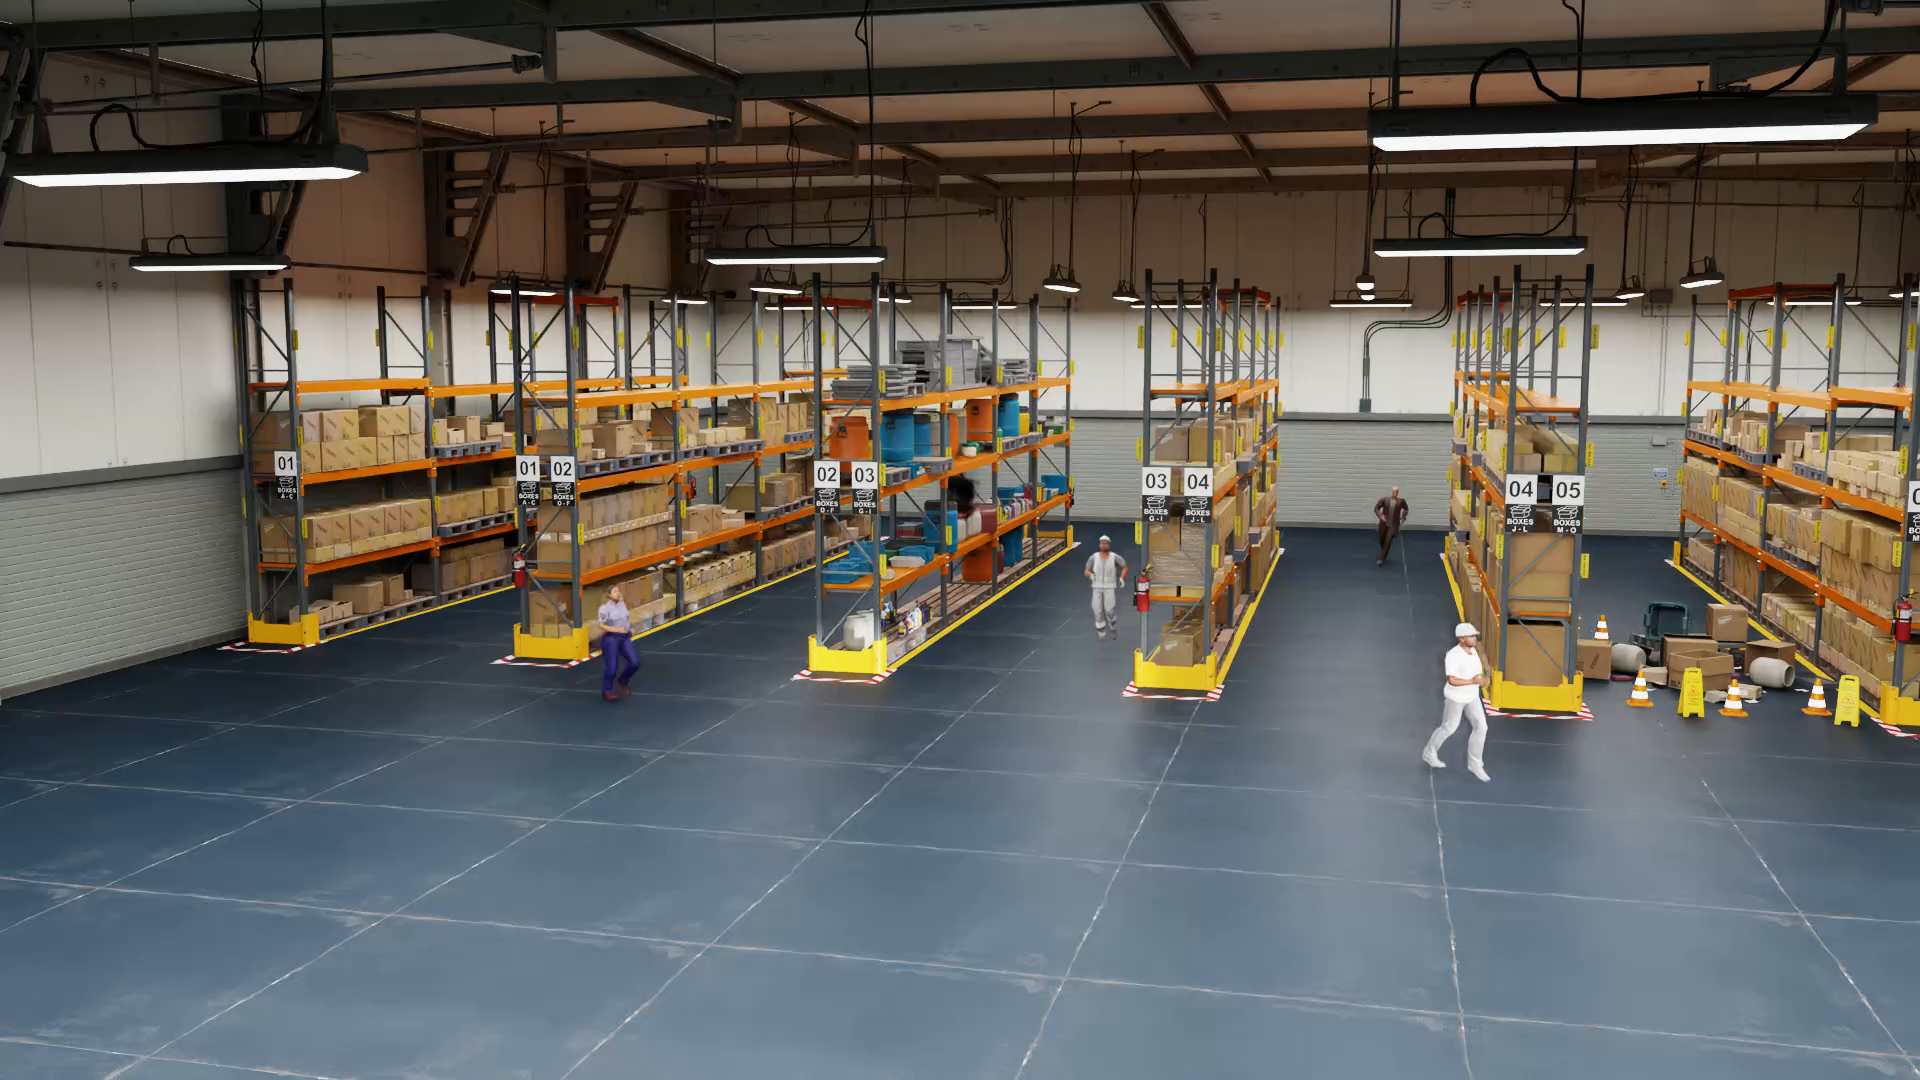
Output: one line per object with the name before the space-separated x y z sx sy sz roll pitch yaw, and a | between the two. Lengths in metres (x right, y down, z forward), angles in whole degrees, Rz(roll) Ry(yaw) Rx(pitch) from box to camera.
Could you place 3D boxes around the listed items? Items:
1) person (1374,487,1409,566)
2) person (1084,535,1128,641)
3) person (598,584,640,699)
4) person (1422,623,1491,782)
person | 9.676 -0.335 37.356 0.748 1.753 0.904 3 7 20
person | 2.351 0.809 27.112 0.683 1.746 0.624 2 7 14
person | -4.747 1.431 23.179 0.609 1.604 0.626 6 9 42
person | 5.724 1.839 19.102 0.625 1.811 0.845 -5 9 -37
